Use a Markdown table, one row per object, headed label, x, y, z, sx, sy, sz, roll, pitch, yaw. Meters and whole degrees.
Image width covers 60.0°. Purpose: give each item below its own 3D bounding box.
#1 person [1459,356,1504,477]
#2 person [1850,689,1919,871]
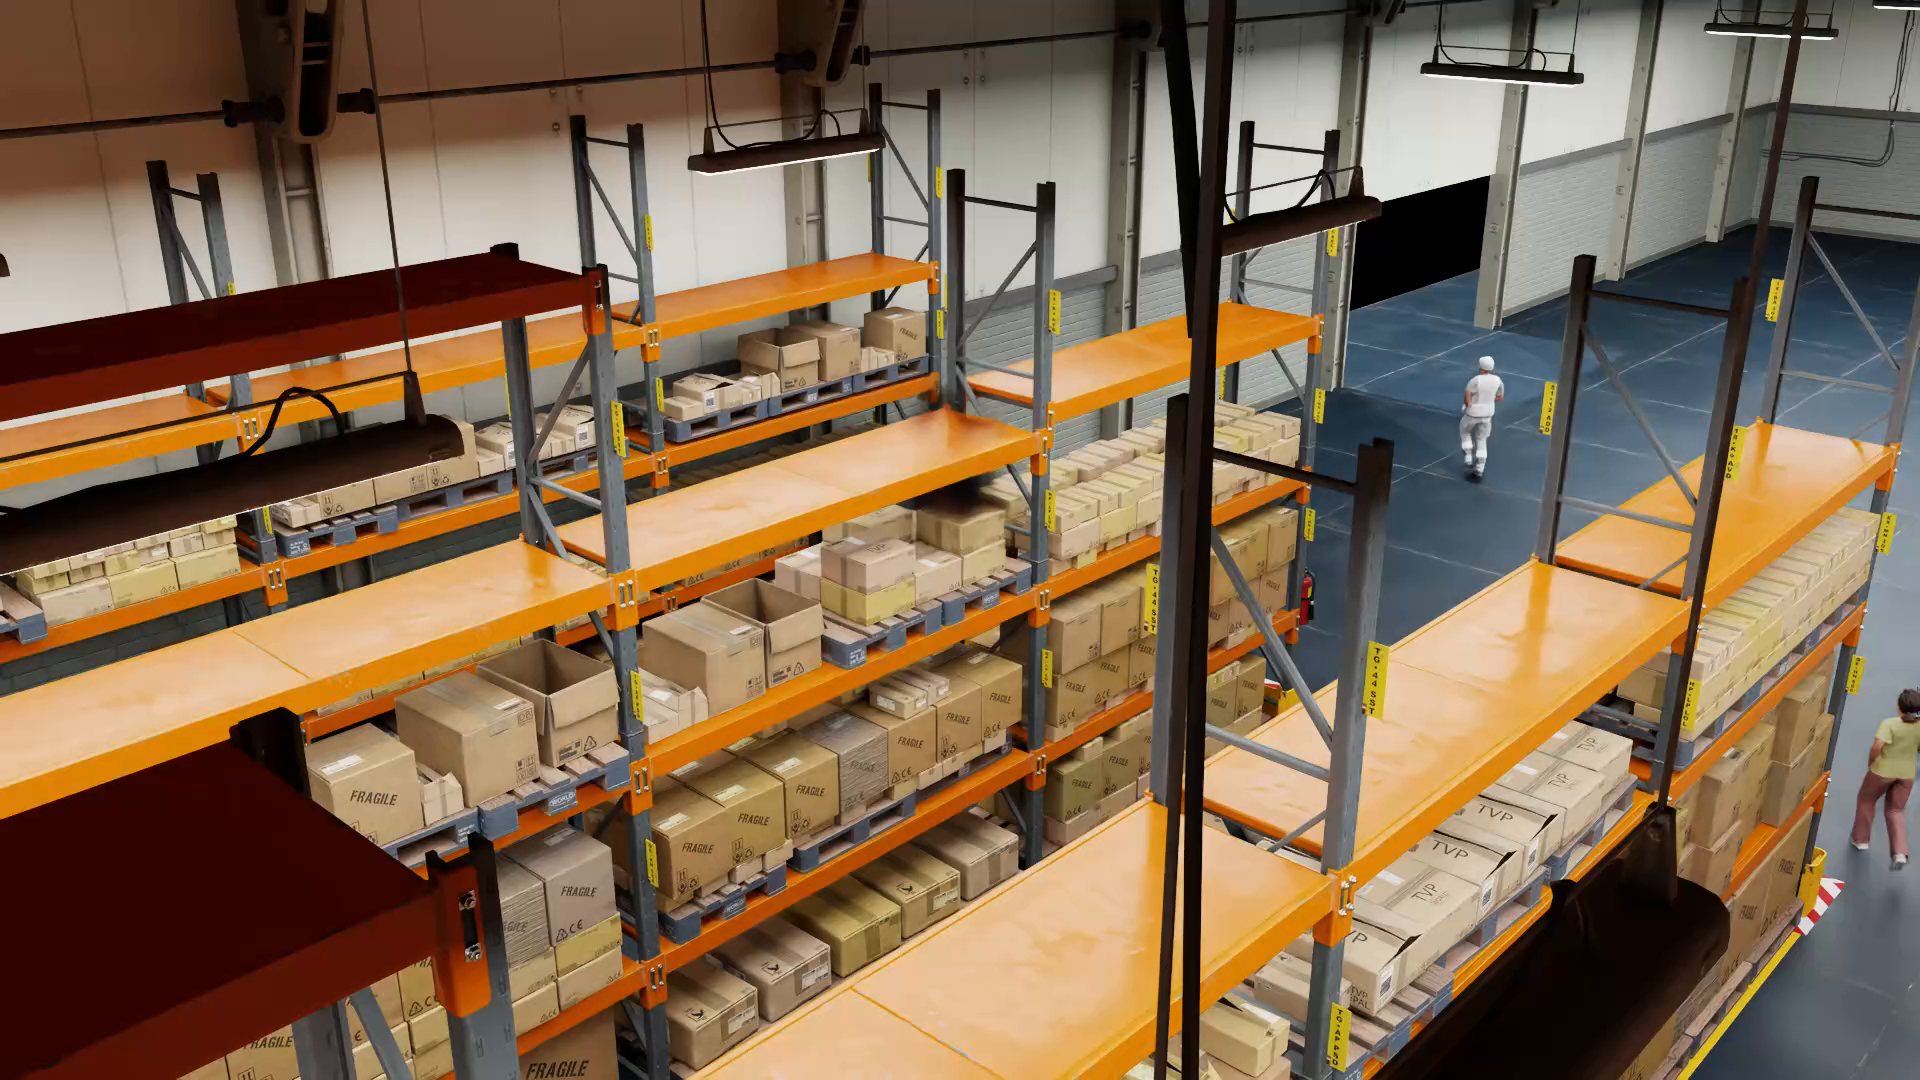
| label | x | y | z | sx | sy | sz | roll | pitch | yaw |
| --- | --- | --- | --- | --- | --- | --- | --- | --- | --- |
| person | 7.551 | -1.815 | 24.245 | 0.635 | 1.809 | 0.681 | 0 | 21 | 1 |
| person | 8.075 | 2.070 | 14.385 | 0.599 | 1.679 | 0.846 | 2 | 21 | 4 |
